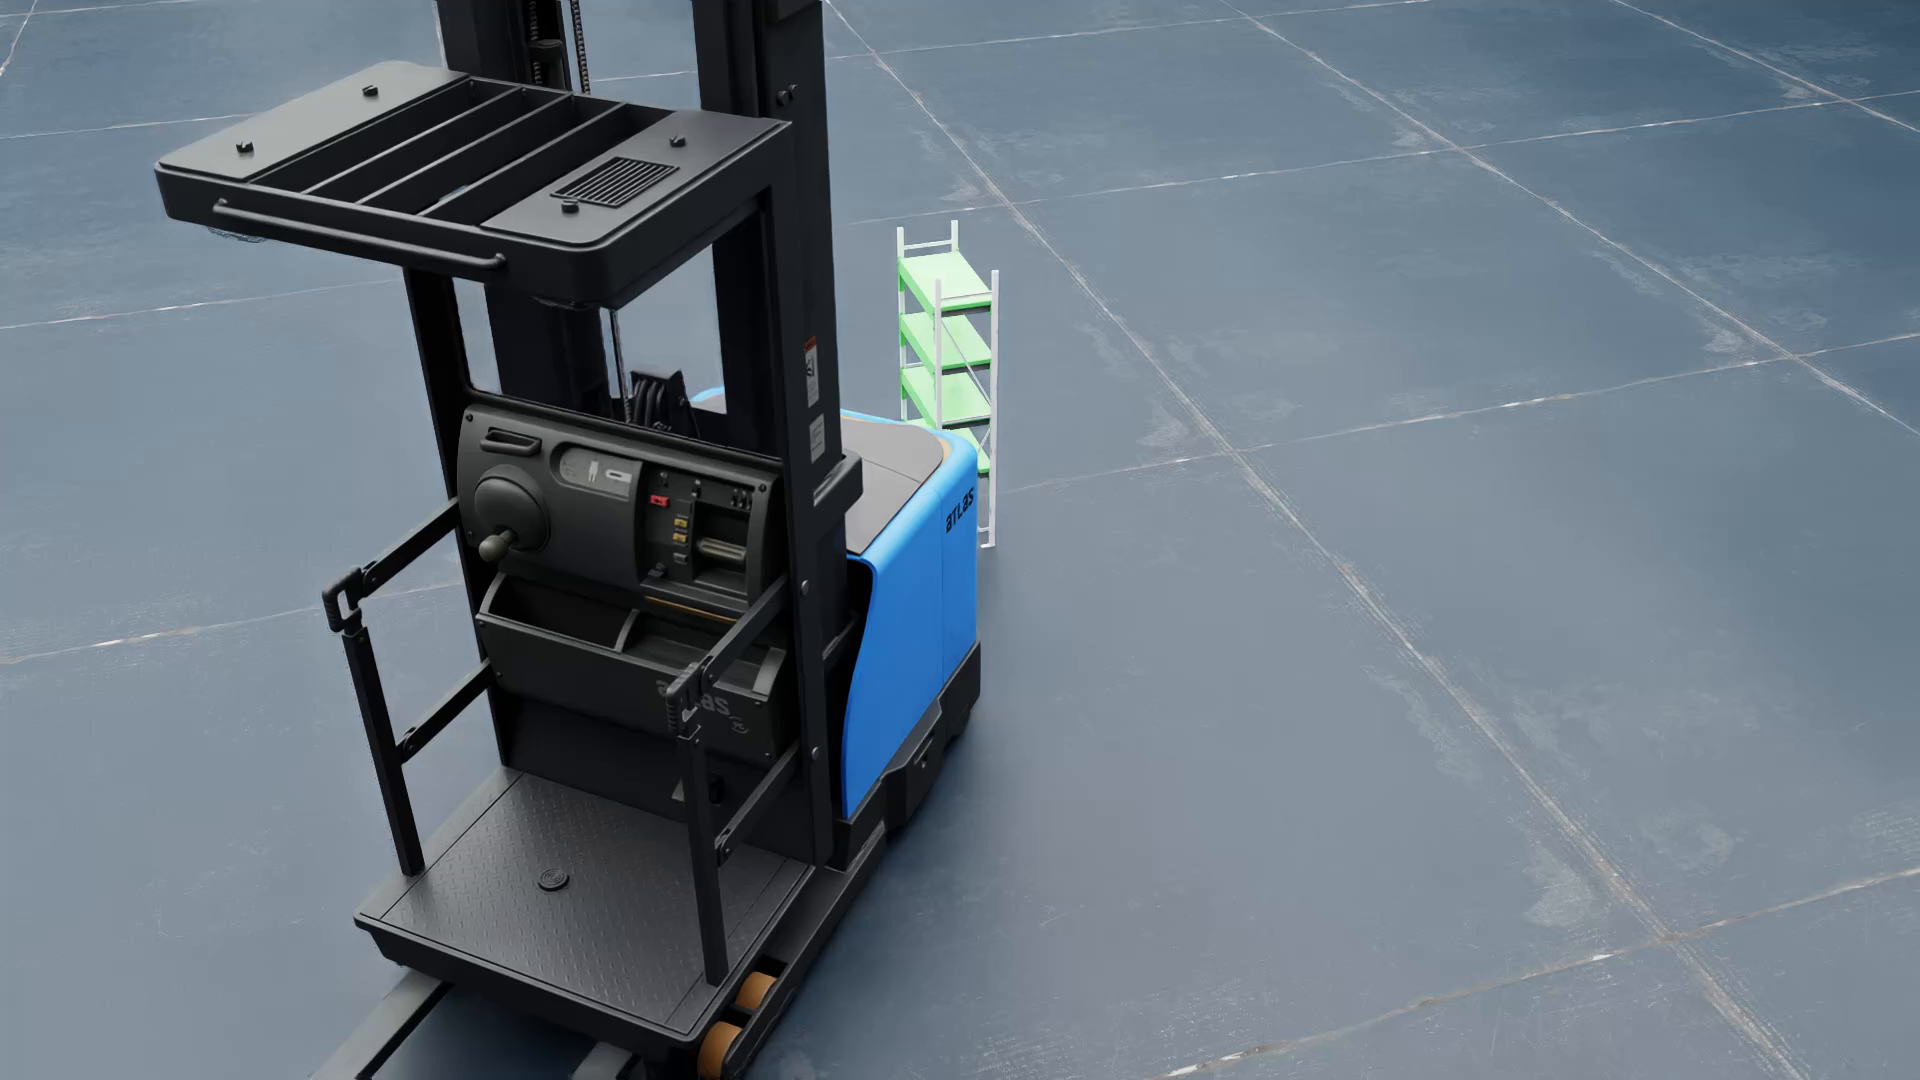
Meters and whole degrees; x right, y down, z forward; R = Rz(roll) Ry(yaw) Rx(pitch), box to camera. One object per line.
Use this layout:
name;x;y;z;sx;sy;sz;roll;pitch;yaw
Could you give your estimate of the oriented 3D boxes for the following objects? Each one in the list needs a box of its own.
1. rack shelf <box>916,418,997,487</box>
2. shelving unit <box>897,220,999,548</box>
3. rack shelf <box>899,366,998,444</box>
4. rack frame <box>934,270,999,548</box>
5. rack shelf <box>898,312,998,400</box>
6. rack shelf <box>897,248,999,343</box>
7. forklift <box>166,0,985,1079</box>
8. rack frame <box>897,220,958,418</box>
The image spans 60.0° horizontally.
rack shelf;-0.050;-0.334;6.718;0.258;0.148;0.480;-10;35;-15
shelving unit;-0.050;-0.587;6.551;0.258;1.200;0.503;-10;35;-15
rack shelf;-0.050;-0.534;6.586;0.258;0.148;0.480;-10;35;-15
rack frame;0.024;-0.459;6.357;0.240;1.200;0.015;-10;35;-15
rack shelf;-0.050;-0.734;6.454;0.258;0.148;0.480;-10;35;-15
rack shelf;-0.050;-0.935;6.321;0.258;0.148;0.480;-10;35;-15
forklift;-0.969;-0.034;4.143;1.130;2.935;3.031;14;36;20
rack frame;-0.125;-0.716;6.745;0.240;1.200;0.015;-10;35;-15
